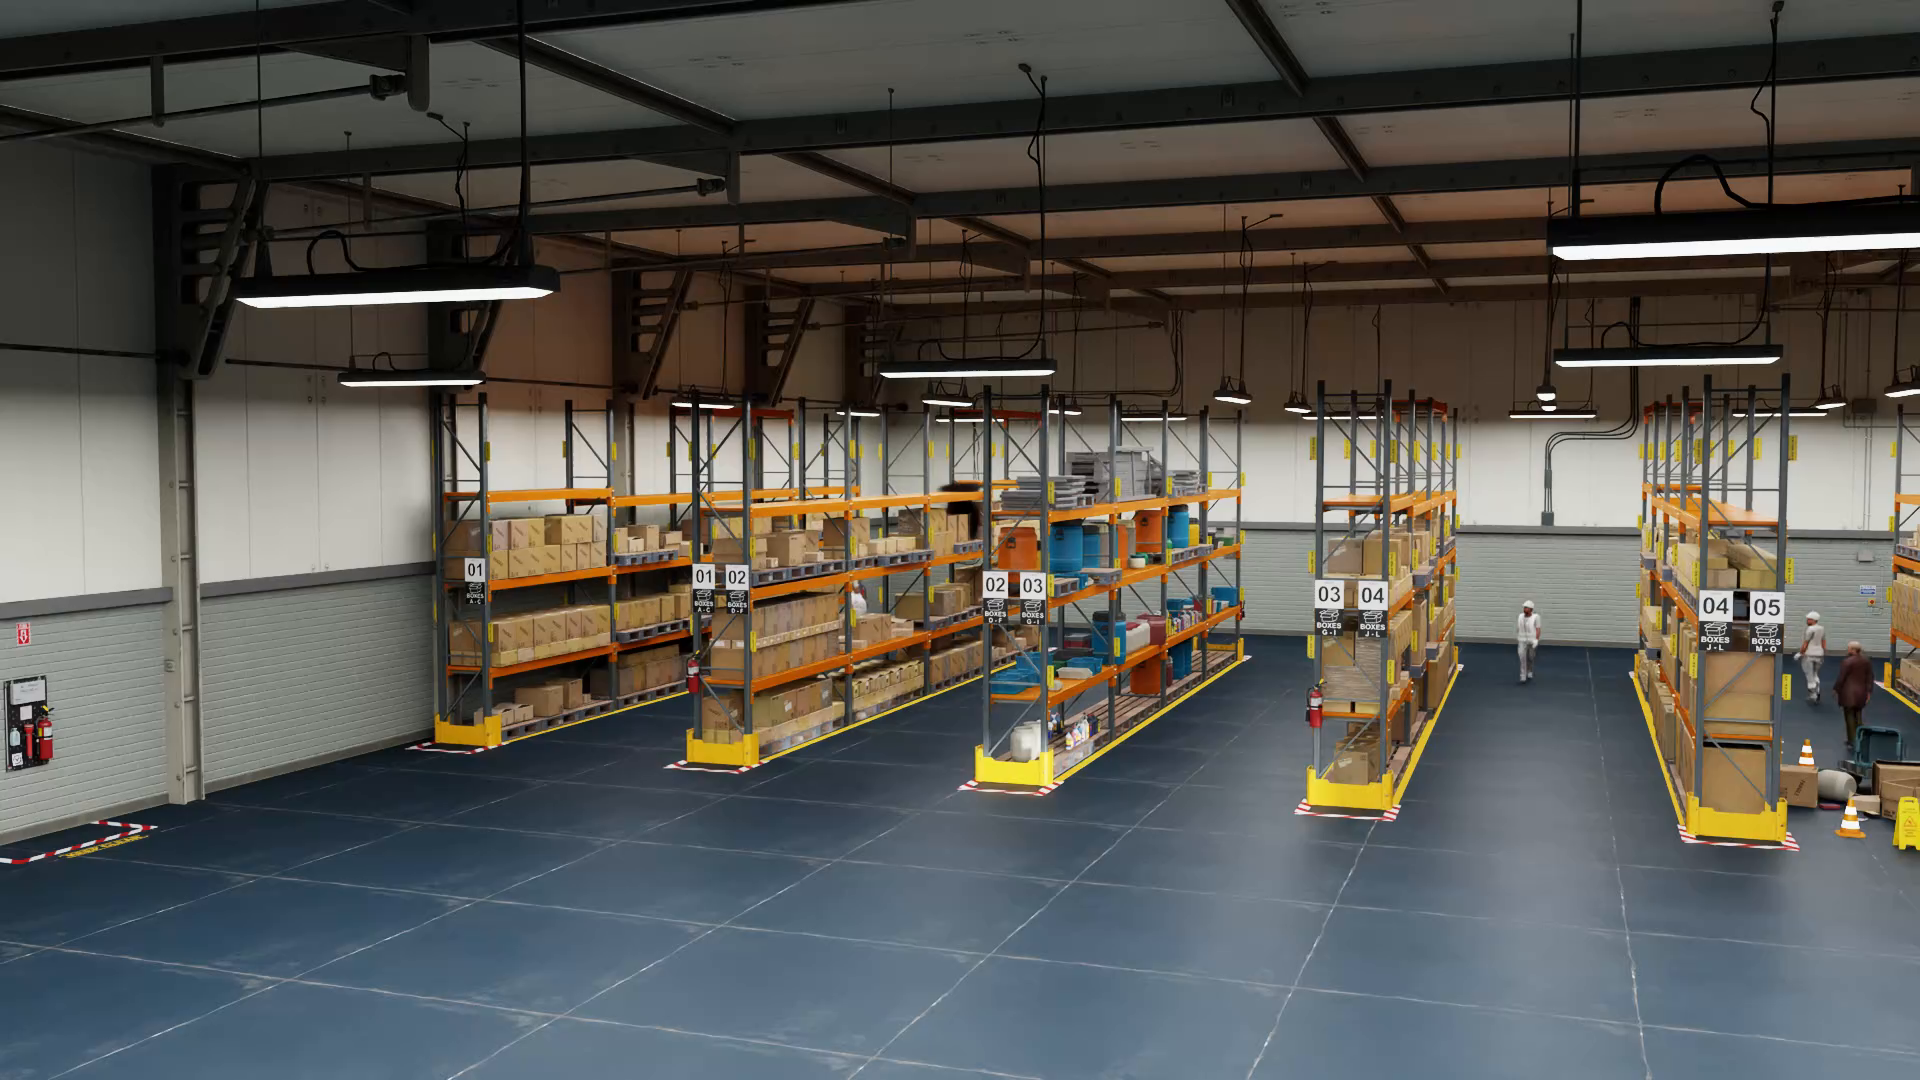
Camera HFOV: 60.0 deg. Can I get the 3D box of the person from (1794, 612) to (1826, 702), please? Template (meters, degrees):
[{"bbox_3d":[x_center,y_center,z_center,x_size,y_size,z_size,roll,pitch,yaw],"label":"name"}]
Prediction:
[{"bbox_3d":[17.010,2.336,33.172,0.556,1.816,0.511,0,3,-1],"label":"person"}]

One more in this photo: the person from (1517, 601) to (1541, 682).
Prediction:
[{"bbox_3d":[12.348,2.194,36.097,0.503,1.733,1.046,1,3,18],"label":"person"}]

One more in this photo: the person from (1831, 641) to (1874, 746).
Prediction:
[{"bbox_3d":[15.109,2.616,28.109,0.637,1.822,0.580,1,3,10],"label":"person"}]

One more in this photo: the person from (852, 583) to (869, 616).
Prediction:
[{"bbox_3d":[-2.457,1.889,40.090,0.393,1.675,0.503,2,3,27],"label":"person"}]
